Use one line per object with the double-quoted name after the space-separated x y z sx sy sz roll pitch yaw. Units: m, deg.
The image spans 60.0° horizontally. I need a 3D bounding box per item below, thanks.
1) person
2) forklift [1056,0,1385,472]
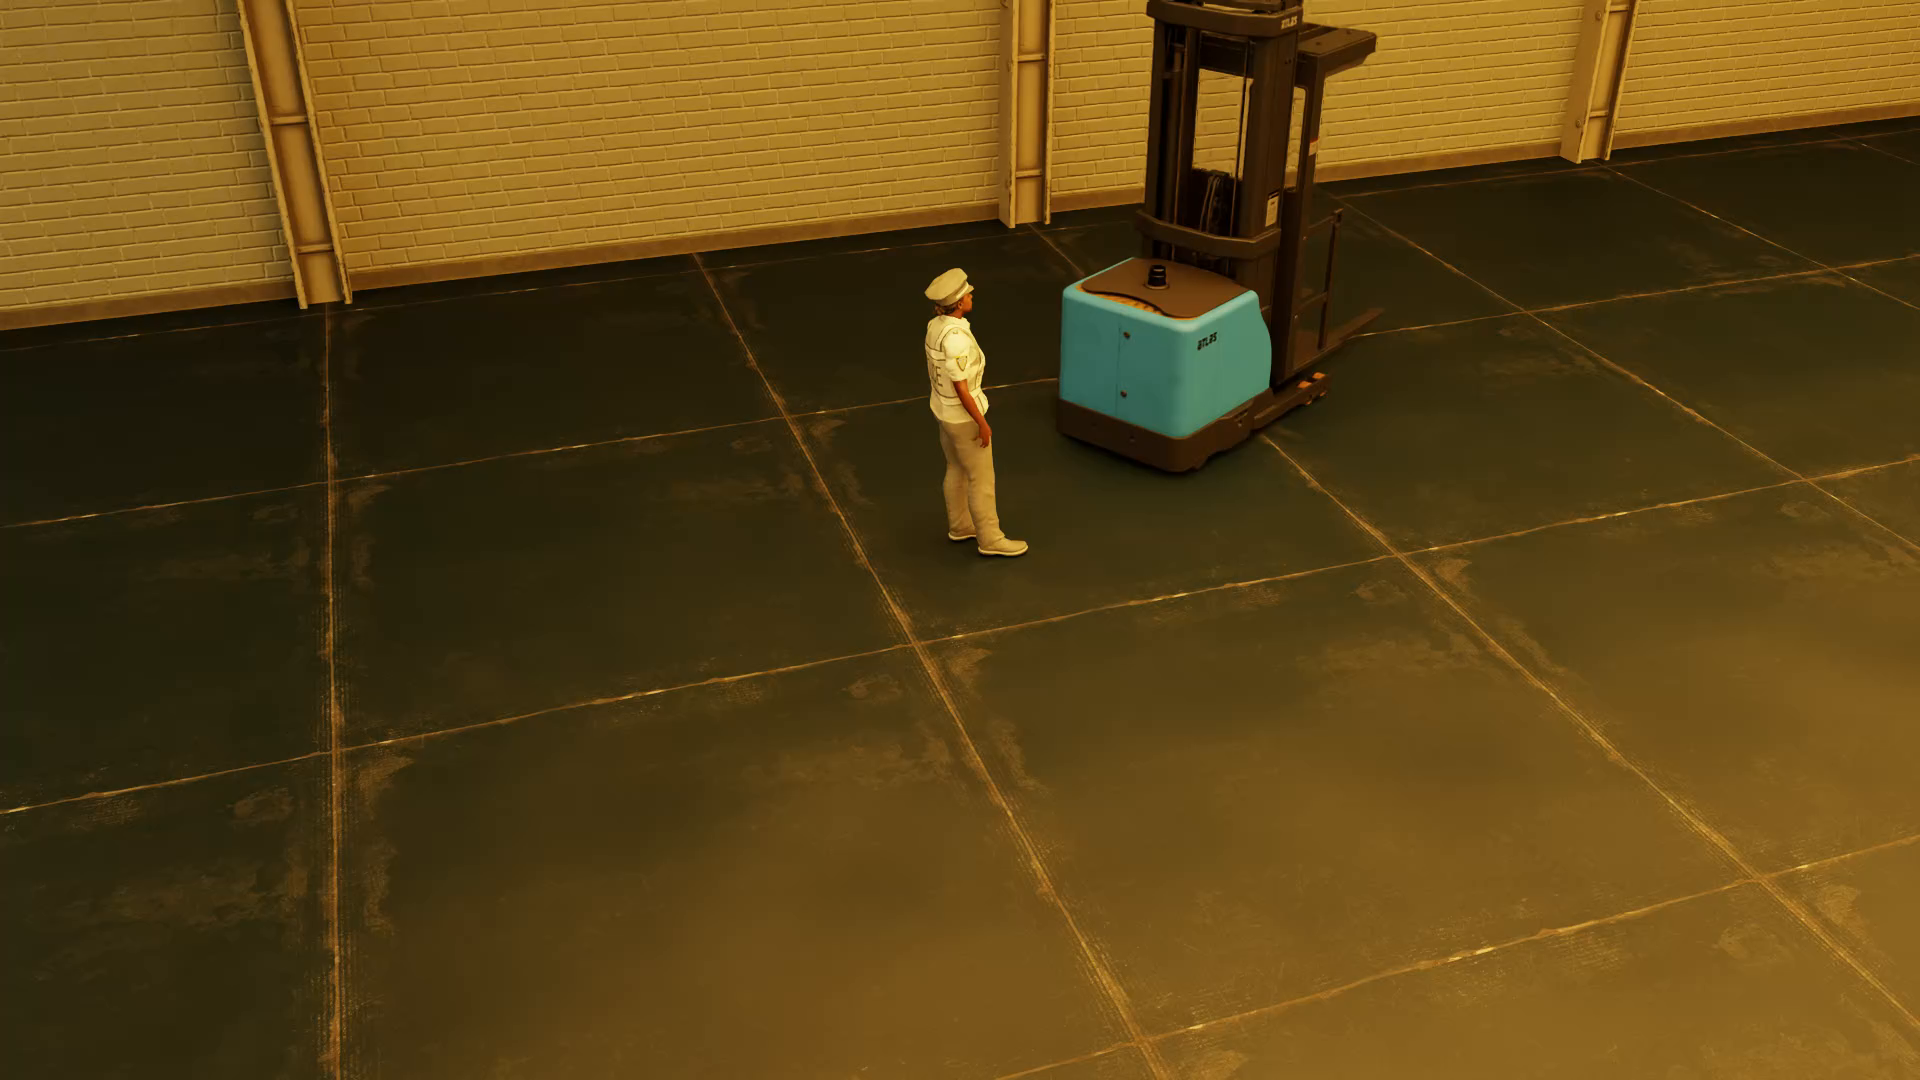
0.077 -0.743 9.604 0.530 1.695 0.570 -10 31 -16 "person"
1.985 -2.362 11.193 1.130 2.935 3.031 23 37 34 "forklift"
